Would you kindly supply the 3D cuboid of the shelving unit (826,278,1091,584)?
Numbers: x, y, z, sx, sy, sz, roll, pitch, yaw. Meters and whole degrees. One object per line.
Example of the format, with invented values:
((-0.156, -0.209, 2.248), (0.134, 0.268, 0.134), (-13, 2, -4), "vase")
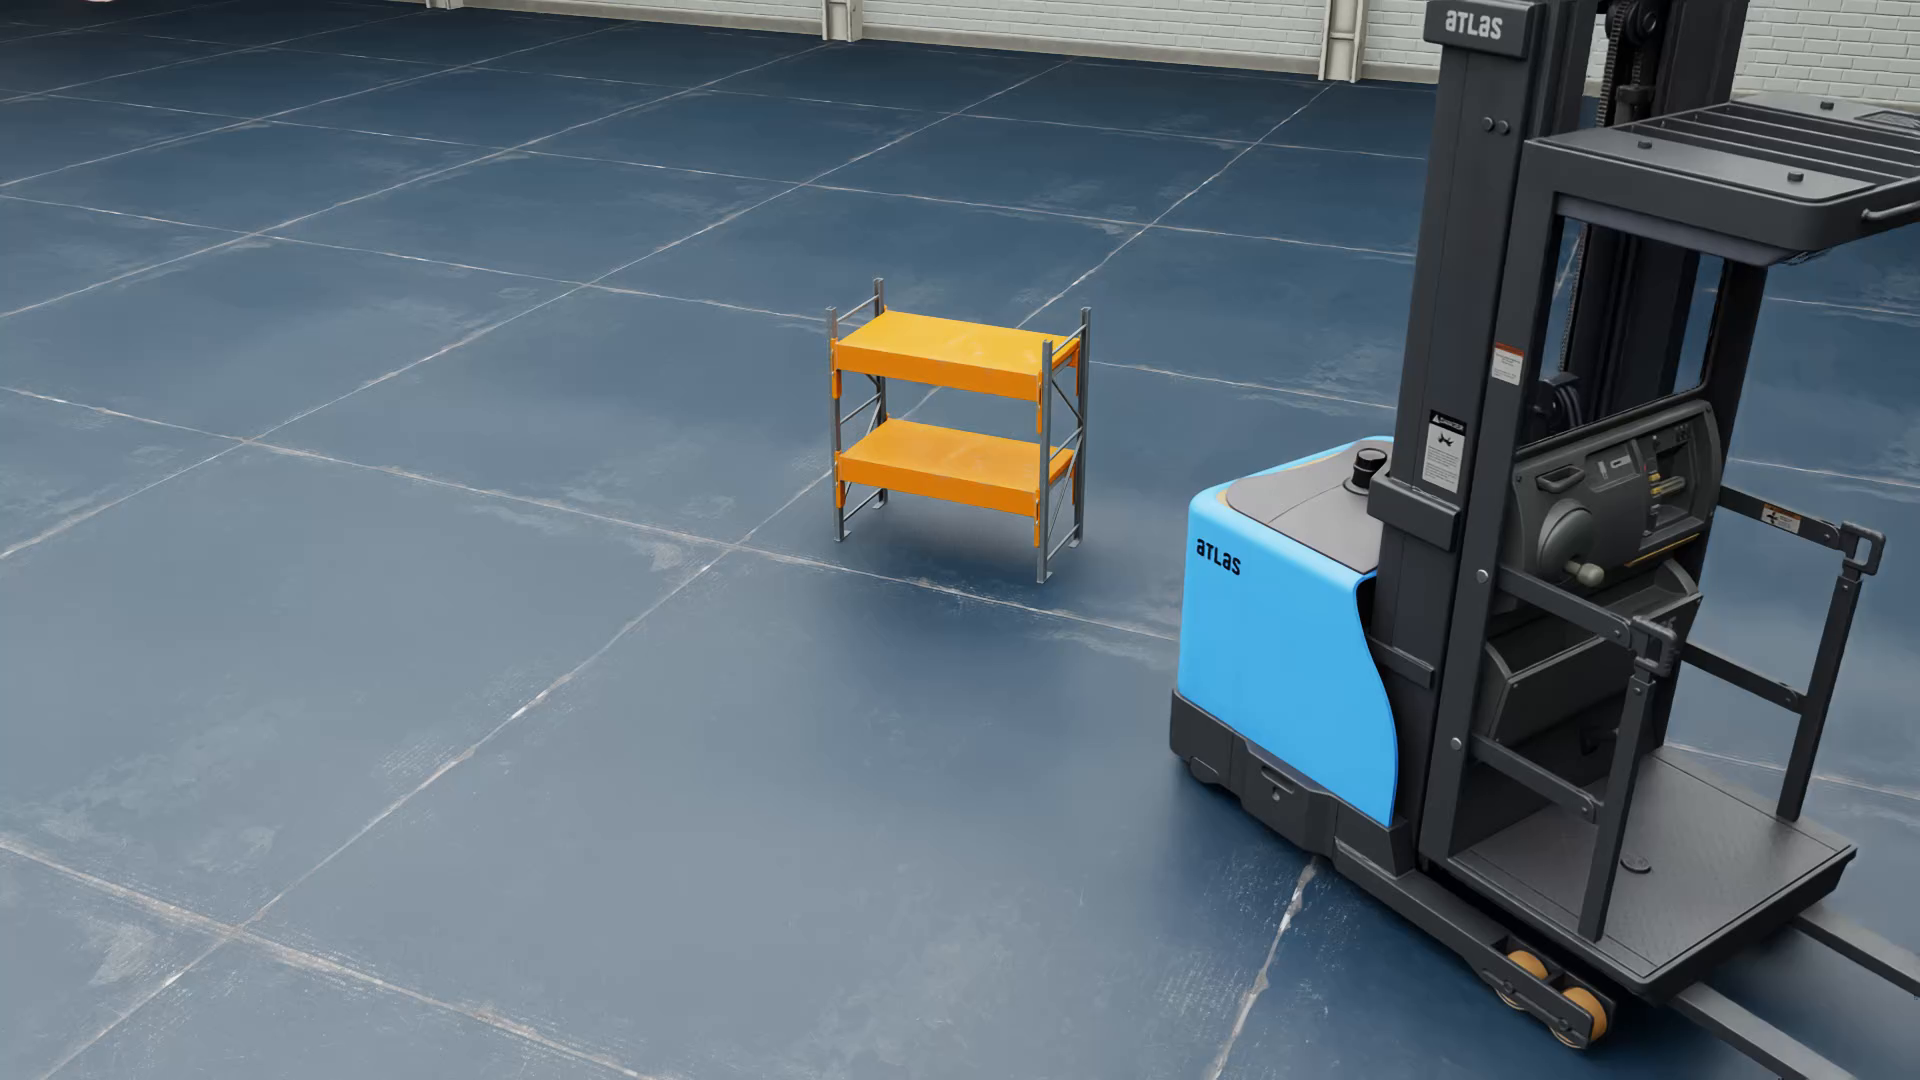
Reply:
((-0.006, -0.506, 7.504), (1.048, 1.125, 0.538), (11, 28, 22), "shelving unit")

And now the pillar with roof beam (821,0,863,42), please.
((-3.189, -8.329, 14.480), (0.400, 9.000, 9.100), (11, 28, 22), "pillar with roof beam")

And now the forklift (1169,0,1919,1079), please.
((2.020, -0.100, 4.634), (1.130, 2.935, 3.031), (-17, 31, -31), "forklift")

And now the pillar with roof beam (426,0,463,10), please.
((-8.650, -9.426, 16.708), (0.400, 9.000, 9.100), (11, 28, 22), "pillar with roof beam")

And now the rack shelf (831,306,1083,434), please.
((-0.006, -0.768, 7.375), (1.000, 0.278, 0.538), (11, 28, 22), "rack shelf")

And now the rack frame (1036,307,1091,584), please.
((0.457, -0.413, 7.315), (0.032, 1.125, 0.500), (11, 28, 22), "rack frame")

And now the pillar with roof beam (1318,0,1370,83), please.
((2.273, -7.232, 12.252), (0.400, 9.000, 9.100), (11, 28, 22), "pillar with roof beam")

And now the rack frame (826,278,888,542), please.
((-0.469, -0.599, 7.693), (0.032, 1.125, 0.500), (11, 28, 22), "rack frame")

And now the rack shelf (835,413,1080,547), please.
((-0.006, -0.287, 7.612), (1.000, 0.278, 0.538), (11, 28, 22), "rack shelf")
